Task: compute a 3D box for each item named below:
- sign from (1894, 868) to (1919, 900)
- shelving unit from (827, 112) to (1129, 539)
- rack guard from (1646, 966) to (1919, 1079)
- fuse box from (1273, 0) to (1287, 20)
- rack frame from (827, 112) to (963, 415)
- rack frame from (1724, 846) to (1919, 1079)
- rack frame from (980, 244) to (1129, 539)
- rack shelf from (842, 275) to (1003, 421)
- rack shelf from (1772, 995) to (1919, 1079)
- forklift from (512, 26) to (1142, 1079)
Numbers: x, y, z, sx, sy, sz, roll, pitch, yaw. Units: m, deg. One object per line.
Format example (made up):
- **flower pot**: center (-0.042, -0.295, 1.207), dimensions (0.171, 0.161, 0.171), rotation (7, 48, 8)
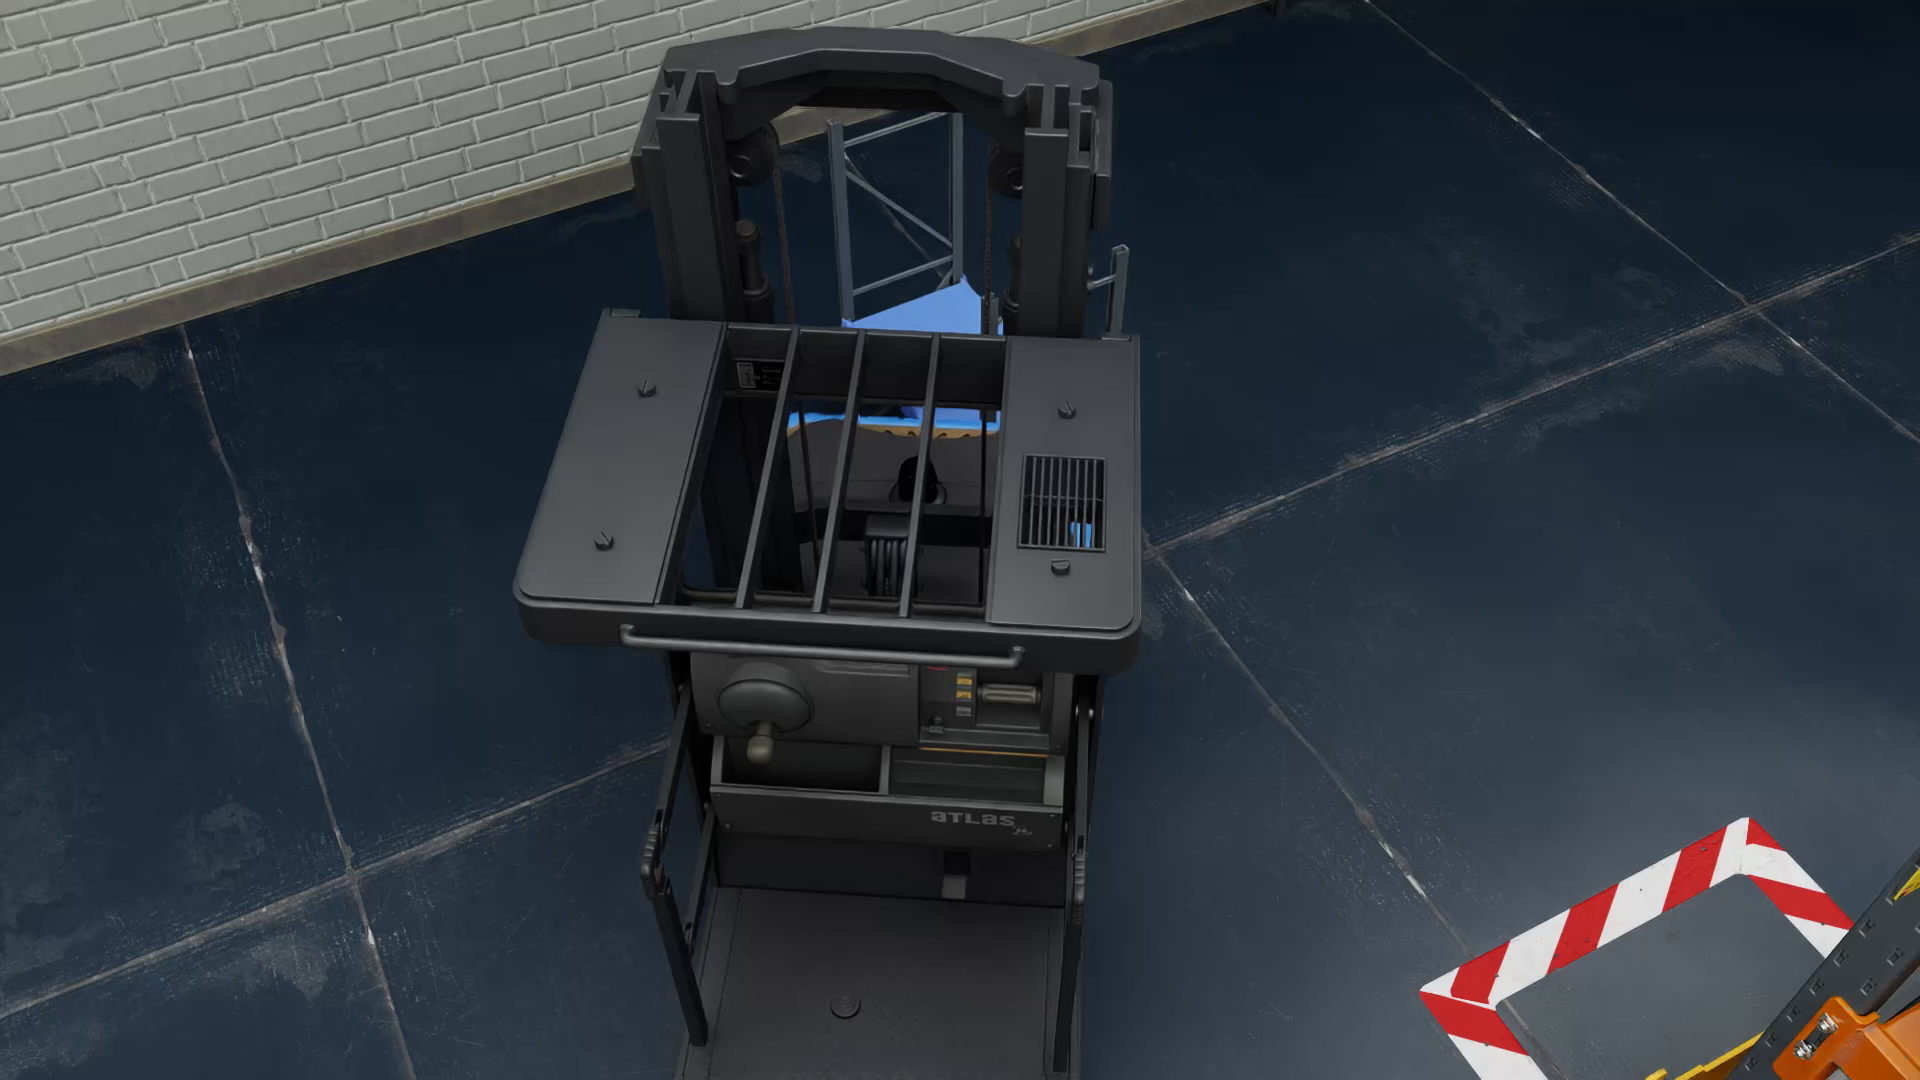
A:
- **sign**: center (1.860, 0.576, 3.126), dimensions (0.100, 0.325, 0.005), rotation (-21, 52, -18)
- **shelving unit**: center (0.037, -0.634, 5.808), dimensions (0.538, 1.500, 1.048), rotation (-23, 53, -19)
- **rack guard**: center (2.346, 1.507, 4.600), dimensions (1.175, 0.500, 0.348), rotation (-21, 52, -18)
- **fuse box**: center (1.690, -3.268, 7.971), dimensions (0.539, 1.711, 0.414), rotation (-21, 52, -18)
- **rack frame**: center (-0.213, -0.968, 6.100), dimensions (0.500, 1.500, 0.032), rotation (-23, 53, -19)
- **rack frame**: center (2.356, 0.700, 3.645), dimensions (1.000, 3.000, 0.127), rotation (-21, 52, -18)
- **rack frame**: center (0.287, -0.301, 5.517), dimensions (0.500, 1.500, 0.032), rotation (-23, 53, -19)
- **rack shelf**: center (0.037, -0.516, 5.944), dimensions (0.538, 0.185, 1.000), rotation (-23, 53, -19)
- **rack shelf**: center (3.272, 2.275, 2.745), dimensions (1.077, 0.370, 4.000), rotation (-21, 52, -18)
- **forklift**: center (-0.203, 0.468, 3.894), dimensions (1.130, 2.935, 3.031), rotation (3, 49, 3)
